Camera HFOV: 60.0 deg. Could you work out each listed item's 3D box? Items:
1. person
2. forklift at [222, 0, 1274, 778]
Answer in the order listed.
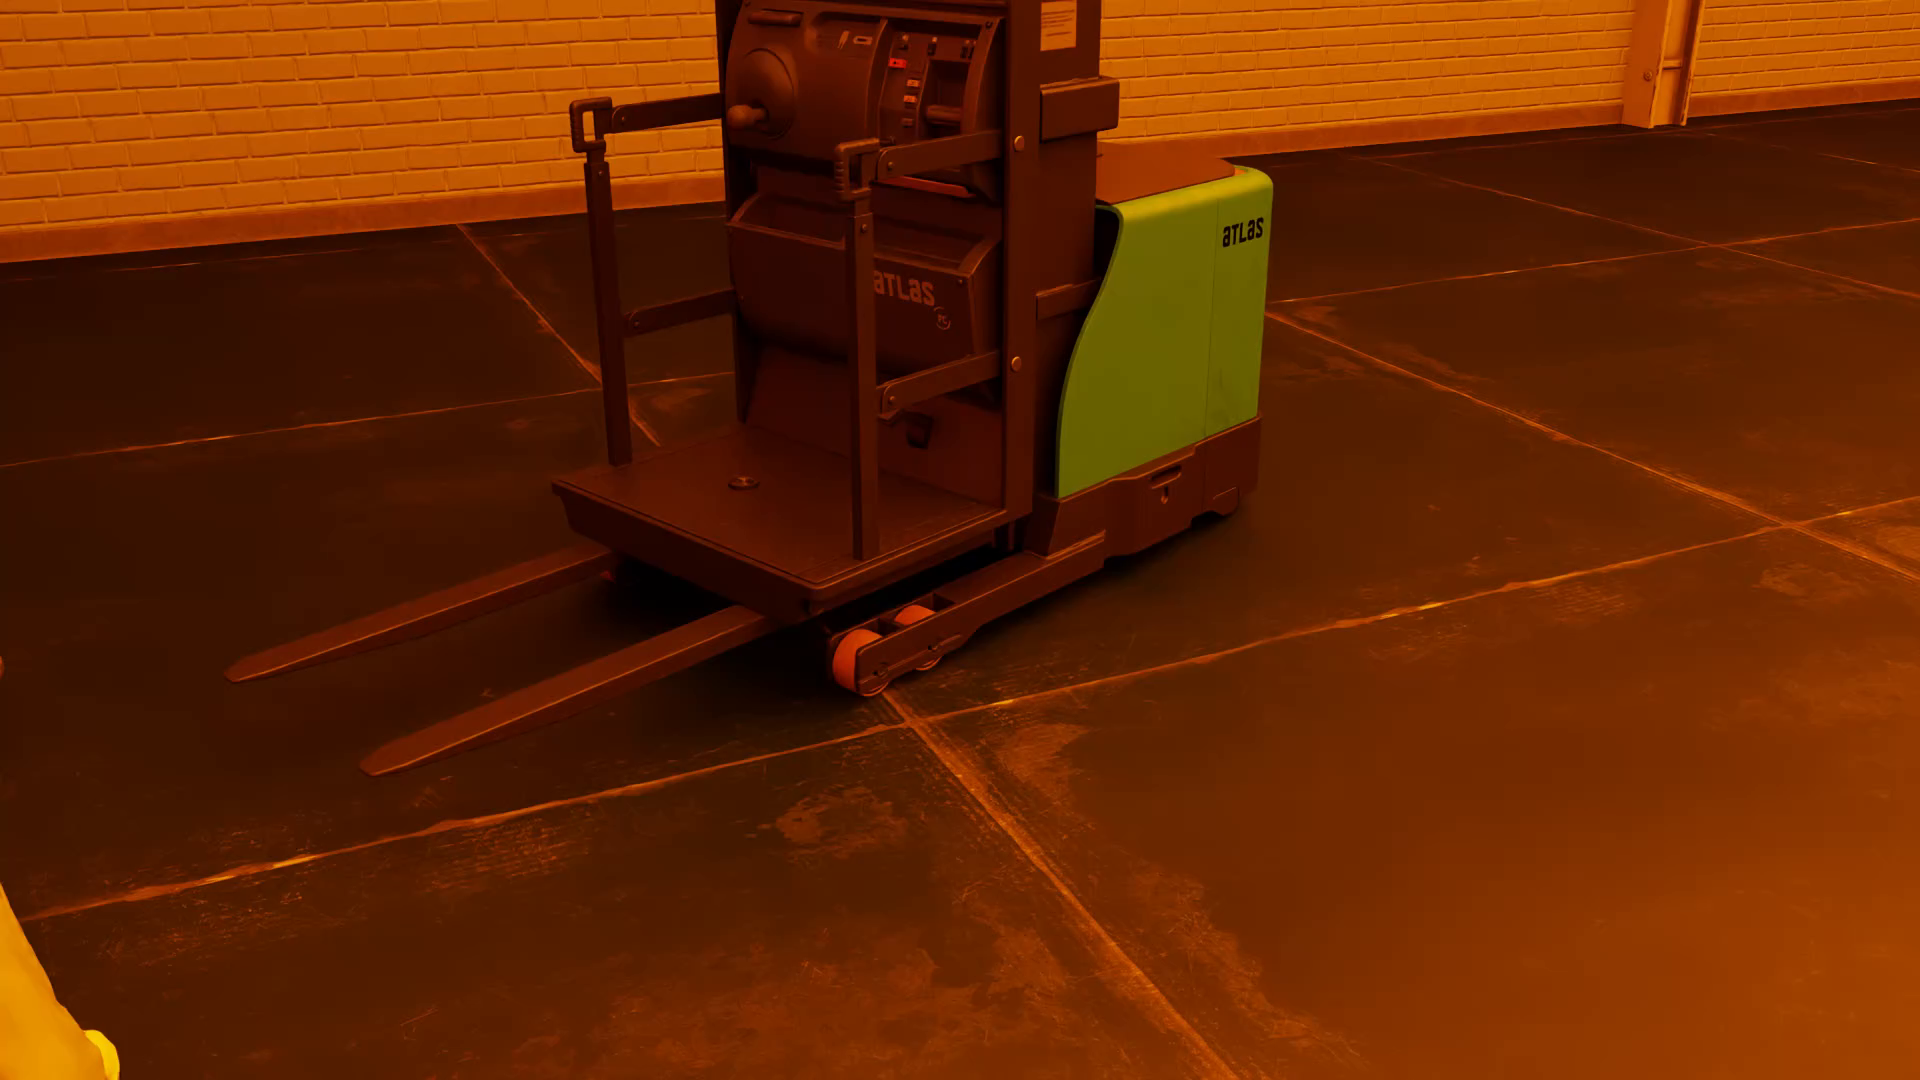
[{"bbox_3d":[-1.743,0.331,2.334,0.754,1.510,0.666,-9,24,-21],"label":"person"},{"bbox_3d":[-0.413,-1.182,4.131,1.130,2.935,3.031,19,29,39],"label":"forklift"}]
